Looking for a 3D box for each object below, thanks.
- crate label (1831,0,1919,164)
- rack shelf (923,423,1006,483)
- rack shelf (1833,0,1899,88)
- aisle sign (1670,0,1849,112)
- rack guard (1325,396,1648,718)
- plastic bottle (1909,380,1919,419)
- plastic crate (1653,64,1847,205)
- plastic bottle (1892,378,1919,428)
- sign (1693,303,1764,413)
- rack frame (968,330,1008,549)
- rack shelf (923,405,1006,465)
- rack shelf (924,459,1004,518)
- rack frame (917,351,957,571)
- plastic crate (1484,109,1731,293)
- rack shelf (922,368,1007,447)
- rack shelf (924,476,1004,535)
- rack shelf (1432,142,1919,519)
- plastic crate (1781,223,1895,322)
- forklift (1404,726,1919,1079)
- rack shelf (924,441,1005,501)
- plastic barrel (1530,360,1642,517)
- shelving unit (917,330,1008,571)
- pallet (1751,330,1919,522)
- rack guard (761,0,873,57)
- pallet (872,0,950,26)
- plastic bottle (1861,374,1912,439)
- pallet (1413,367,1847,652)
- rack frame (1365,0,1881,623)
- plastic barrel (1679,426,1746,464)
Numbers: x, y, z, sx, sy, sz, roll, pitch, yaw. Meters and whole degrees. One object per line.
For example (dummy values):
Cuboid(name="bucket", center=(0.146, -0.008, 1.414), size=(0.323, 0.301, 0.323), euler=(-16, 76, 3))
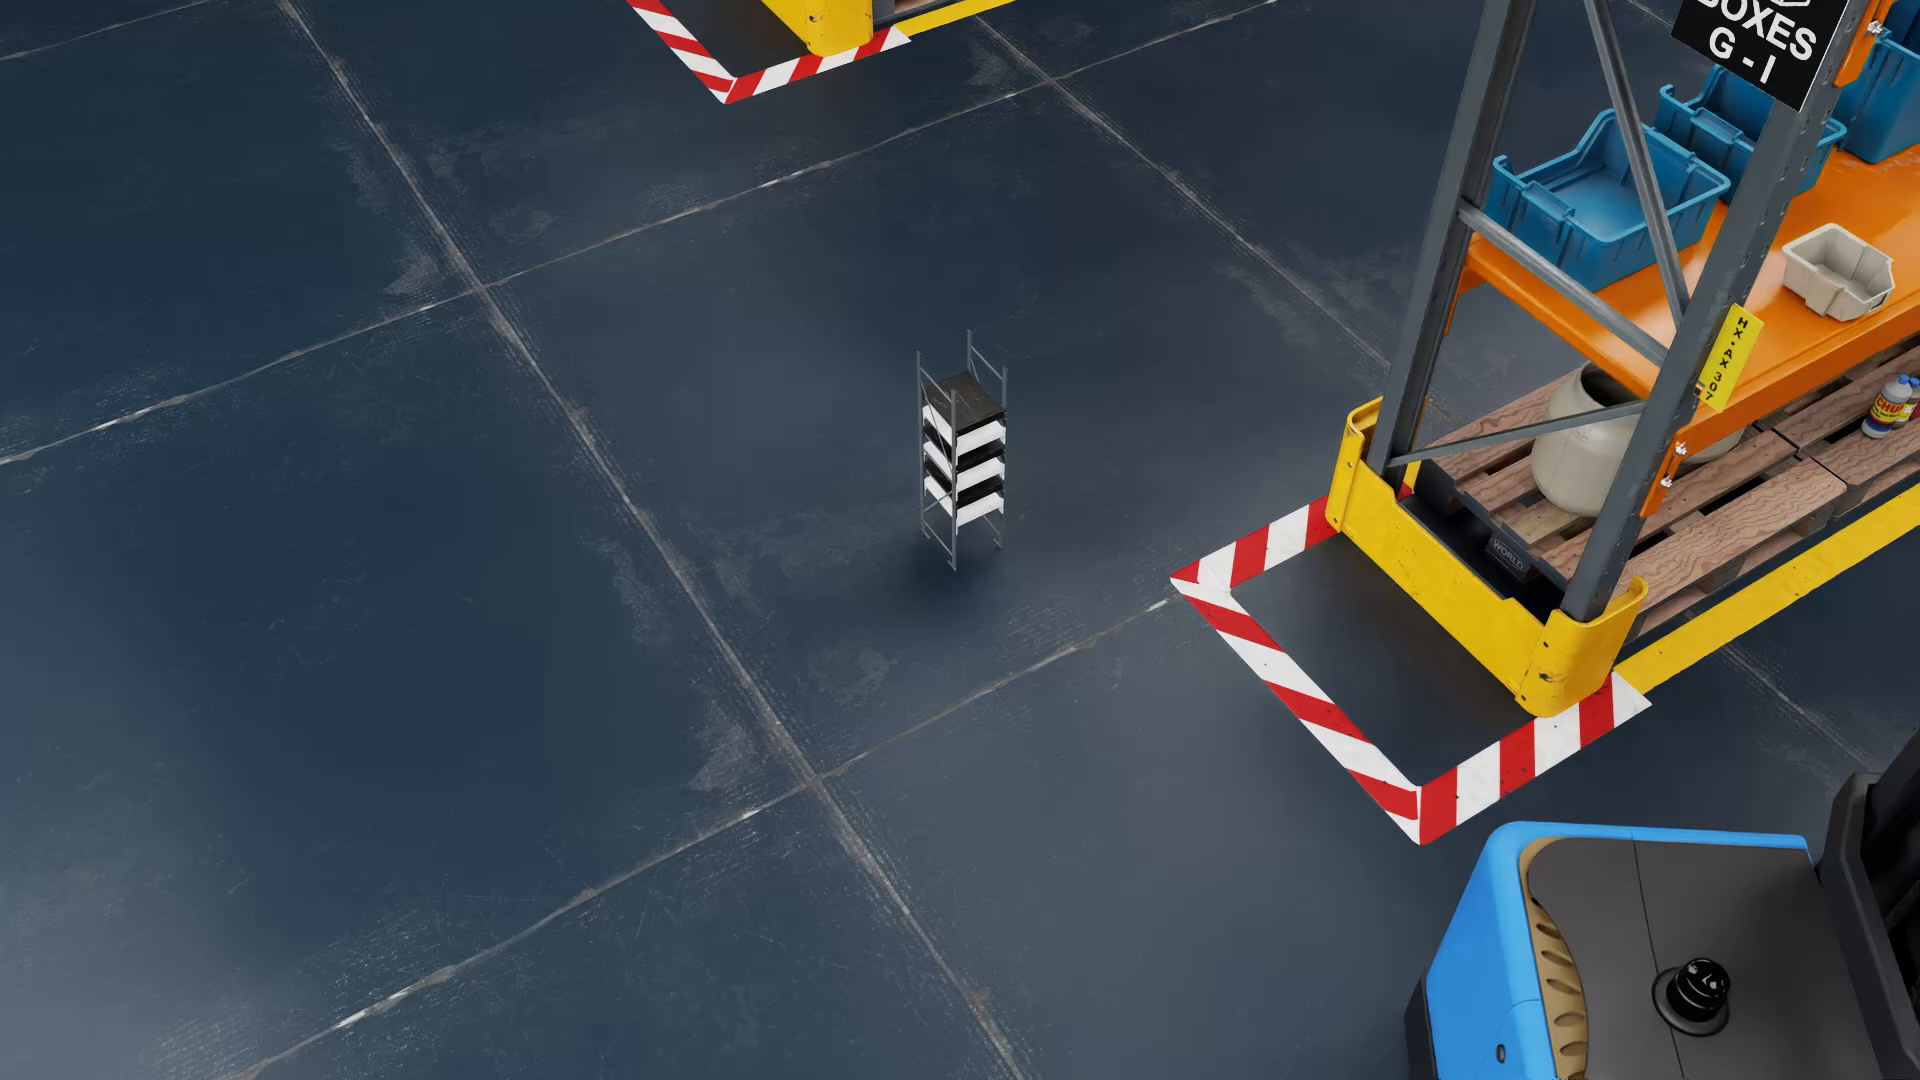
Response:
Cuboid(name="crate label", center=(3.195, -1.661, 5.697), size=(0.616, 0.435, 0.502), euler=(-25, 53, -21))
Cuboid(name="rack shelf", center=(0.007, -0.340, 5.874), size=(0.200, 0.077, 0.258), euler=(-25, 53, -21))
Cuboid(name="rack shelf", center=(3.474, -2.301, 4.763), size=(4.000, 0.370, 1.077), euler=(-25, 53, -21))
Cuboid(name="aisle sign", center=(1.878, -1.396, 3.744), size=(0.004, 0.787, 0.394), euler=(-25, 53, -21))
Cuboid(name="rack guard", center=(1.822, 0.026, 5.892), size=(0.348, 0.500, 1.175), euler=(-25, 53, -21))
Cuboid(name="plastic bottle", center=(3.683, -0.593, 6.293), size=(0.133, 0.283, 0.061), euler=(-24, 53, -20))
Cuboid(name="plastic crate", center=(2.598, -1.340, 5.534), size=(0.408, 0.251, 0.499), euler=(-25, 53, -21))
Cuboid(name="plastic bottle", center=(3.570, -0.528, 6.291), size=(0.097, 0.201, 0.097), euler=(0, 48, 0))
Cuboid(name="sign", center=(2.072, -0.488, 4.491), size=(0.005, 0.325, 0.100), euler=(-25, 53, -21))
Cuboid(name="rack frame", center=(0.093, -0.343, 5.953), size=(0.006, 0.900, 0.240), euler=(-25, 53, -21))
Cuboid(name="rack shelf", center=(0.007, -0.400, 5.807), size=(0.200, 0.077, 0.258), euler=(-25, 53, -21))
Cuboid(name="rack shelf", center=(0.007, -0.220, 6.009), size=(0.200, 0.077, 0.258), euler=(-25, 53, -21))
Cuboid(name="rack frame", center=(-0.079, -0.262, 5.881), size=(0.006, 0.900, 0.240), euler=(-25, 53, -21))
Cuboid(name="plastic crate", center=(2.046, -1.084, 5.307), size=(0.616, 0.251, 0.499), euler=(-25, 53, -21))
Cuboid(name="rack shelf", center=(0.007, -0.460, 5.740), size=(0.200, 0.077, 0.258), euler=(-25, 53, -21))
Cuboid(name="rack shelf", center=(0.007, -0.161, 6.076), size=(0.200, 0.077, 0.258), euler=(-25, 53, -21))
Cuboid(name="rack shelf", center=(3.474, -1.303, 5.884), size=(4.000, 0.370, 1.077), euler=(-25, 53, -21))
Cuboid(name="plastic crate", center=(2.711, -0.811, 5.140), size=(0.250, 0.136, 0.298), euler=(-25, 53, -21))
Cuboid(name="forklift", center=(2.793, 0.873, 3.510), size=(3.031, 2.935, 1.130), euler=(3, 48, 2))
Cuboid(name="rack shelf", center=(0.007, -0.280, 5.942), size=(0.200, 0.077, 0.258), euler=(-25, 53, -21))
Cuboid(name="plastic barrel", center=(2.298, -0.368, 5.954), size=(0.421, 0.512, 0.421), euler=(0, 48, 0))
Cuboid(name="shelving unit", center=(0.007, -0.302, 5.917), size=(0.210, 0.900, 0.258), euler=(-25, 53, -21))
Cuboid(name="pallet", center=(3.542, -0.681, 6.715), size=(1.213, 0.211, 1.003), euler=(-25, 53, -21))
Cuboid(name="rack guard", center=(-0.878, -3.034, 8.618), size=(0.348, 0.500, 1.175), euler=(-25, 53, -21))
Cuboid(name="pallet", center=(-0.233, -3.279, 9.029), size=(1.213, 0.211, 1.003), euler=(-25, 53, -21))
Cuboid(name="plastic bottle", center=(3.482, -0.510, 6.228), size=(0.097, 0.271, 0.097), euler=(0, 48, 0))
Cuboid(name="pallet", center=(2.512, -0.198, 6.285), size=(1.213, 0.211, 1.003), euler=(-25, 53, -21))
Cuboid(name="rack frame", center=(1.783, -0.745, 4.905), size=(0.127, 3.000, 1.000), euler=(-25, 53, -21))
Cuboid(name="plastic barrel", center=(2.722, -0.568, 6.132), size=(0.421, 0.512, 0.421), euler=(0, 48, 0))
